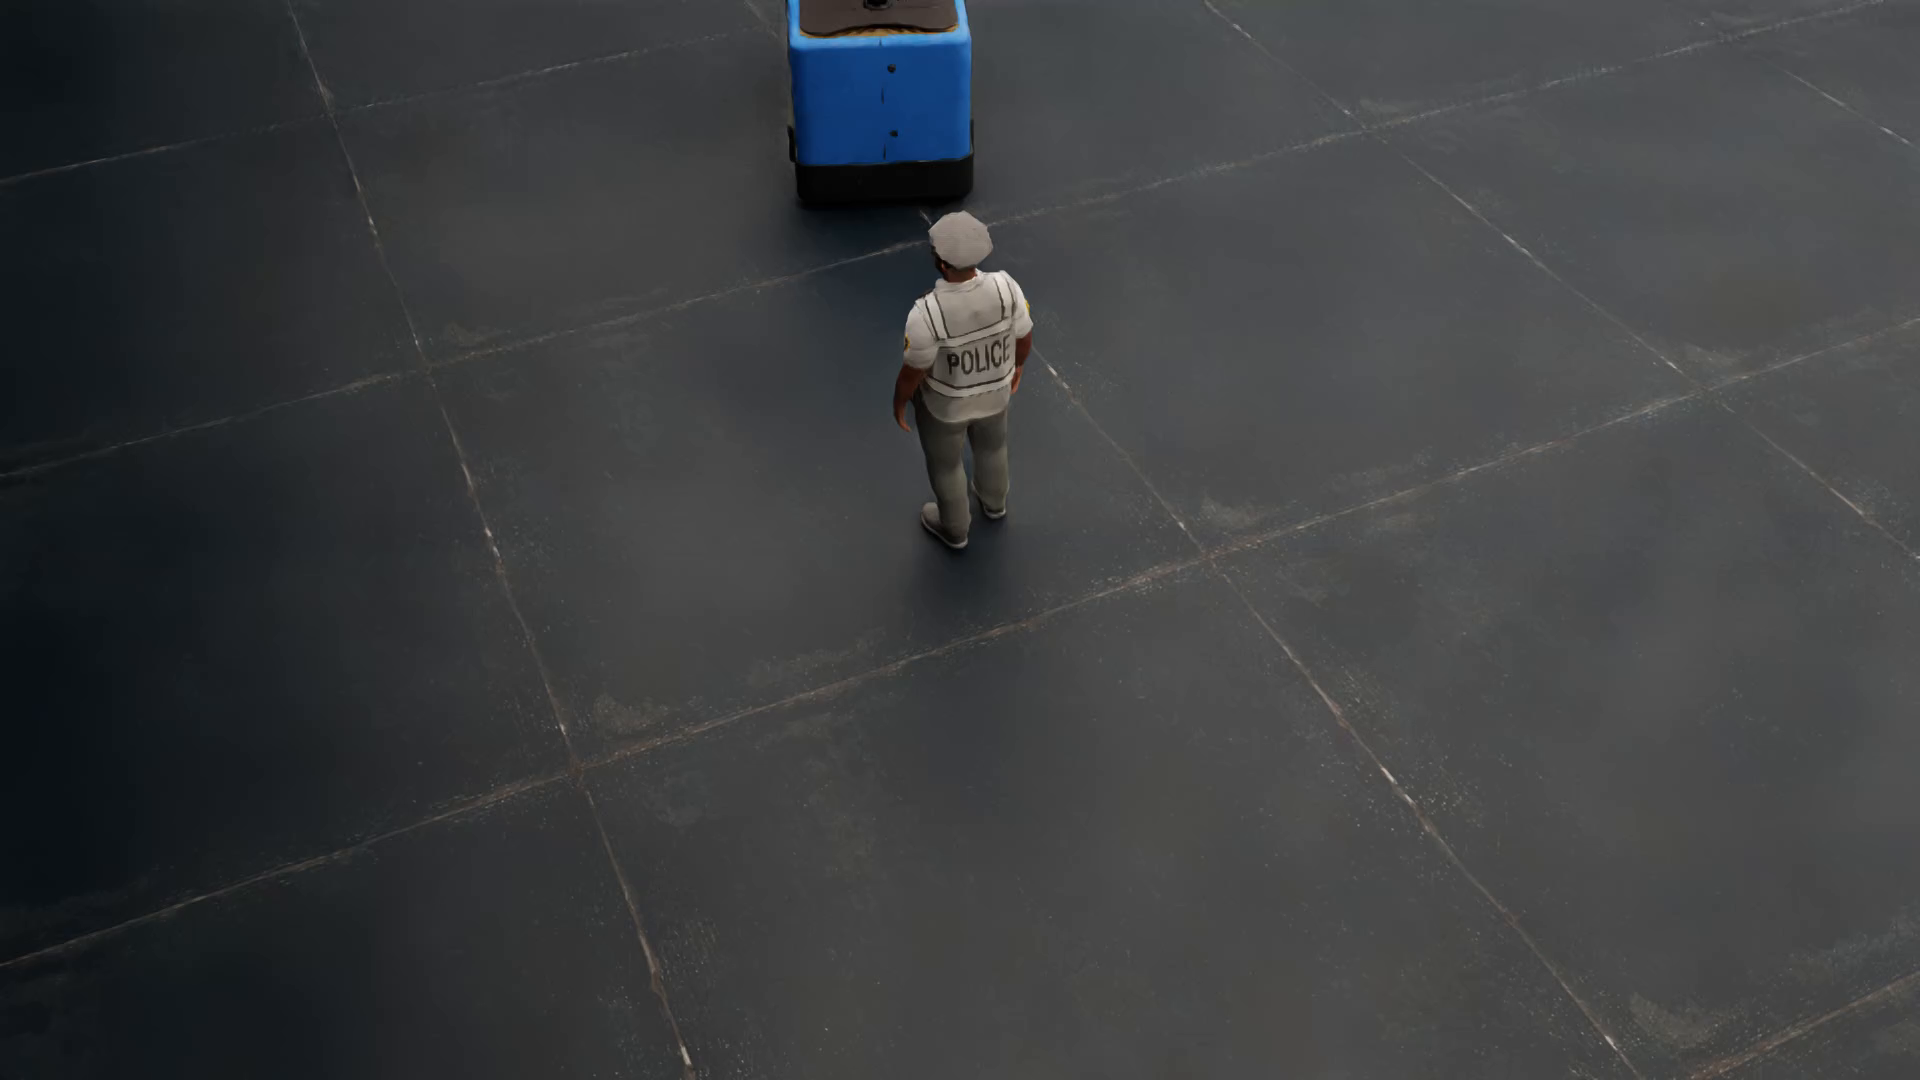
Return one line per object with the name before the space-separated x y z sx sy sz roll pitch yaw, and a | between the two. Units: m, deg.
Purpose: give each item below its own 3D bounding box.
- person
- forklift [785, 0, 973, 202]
person | -0.022 -0.709 7.270 0.640 1.781 0.574 -18 46 -18
forklift | -0.567 -4.081 10.053 1.130 2.935 3.031 -3 43 -4
